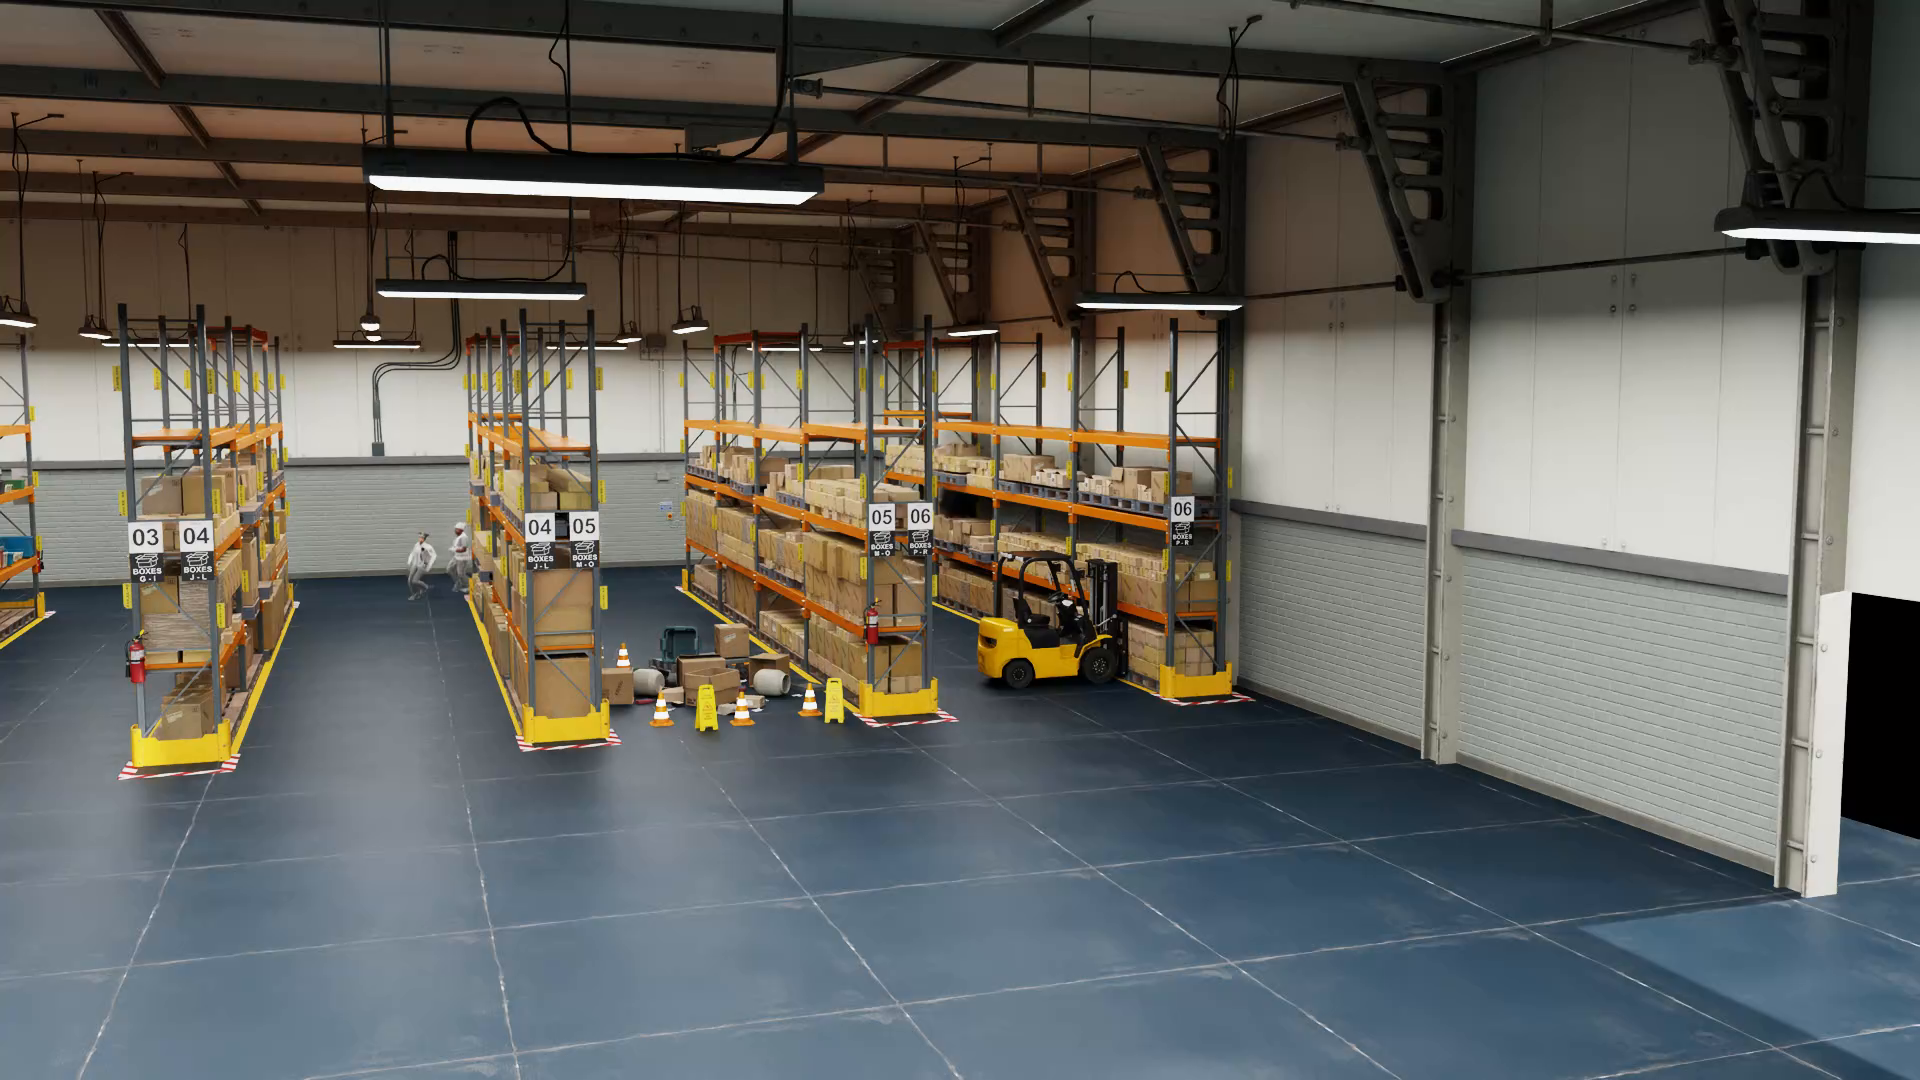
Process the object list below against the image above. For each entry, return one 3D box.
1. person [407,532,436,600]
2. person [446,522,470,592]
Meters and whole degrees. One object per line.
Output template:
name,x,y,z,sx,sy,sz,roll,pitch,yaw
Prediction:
person,-12.399,0.599,38.255,0.708,1.598,0.480,3,6,27
person,-11.787,0.420,39.283,0.635,1.692,0.801,-4,7,-36
